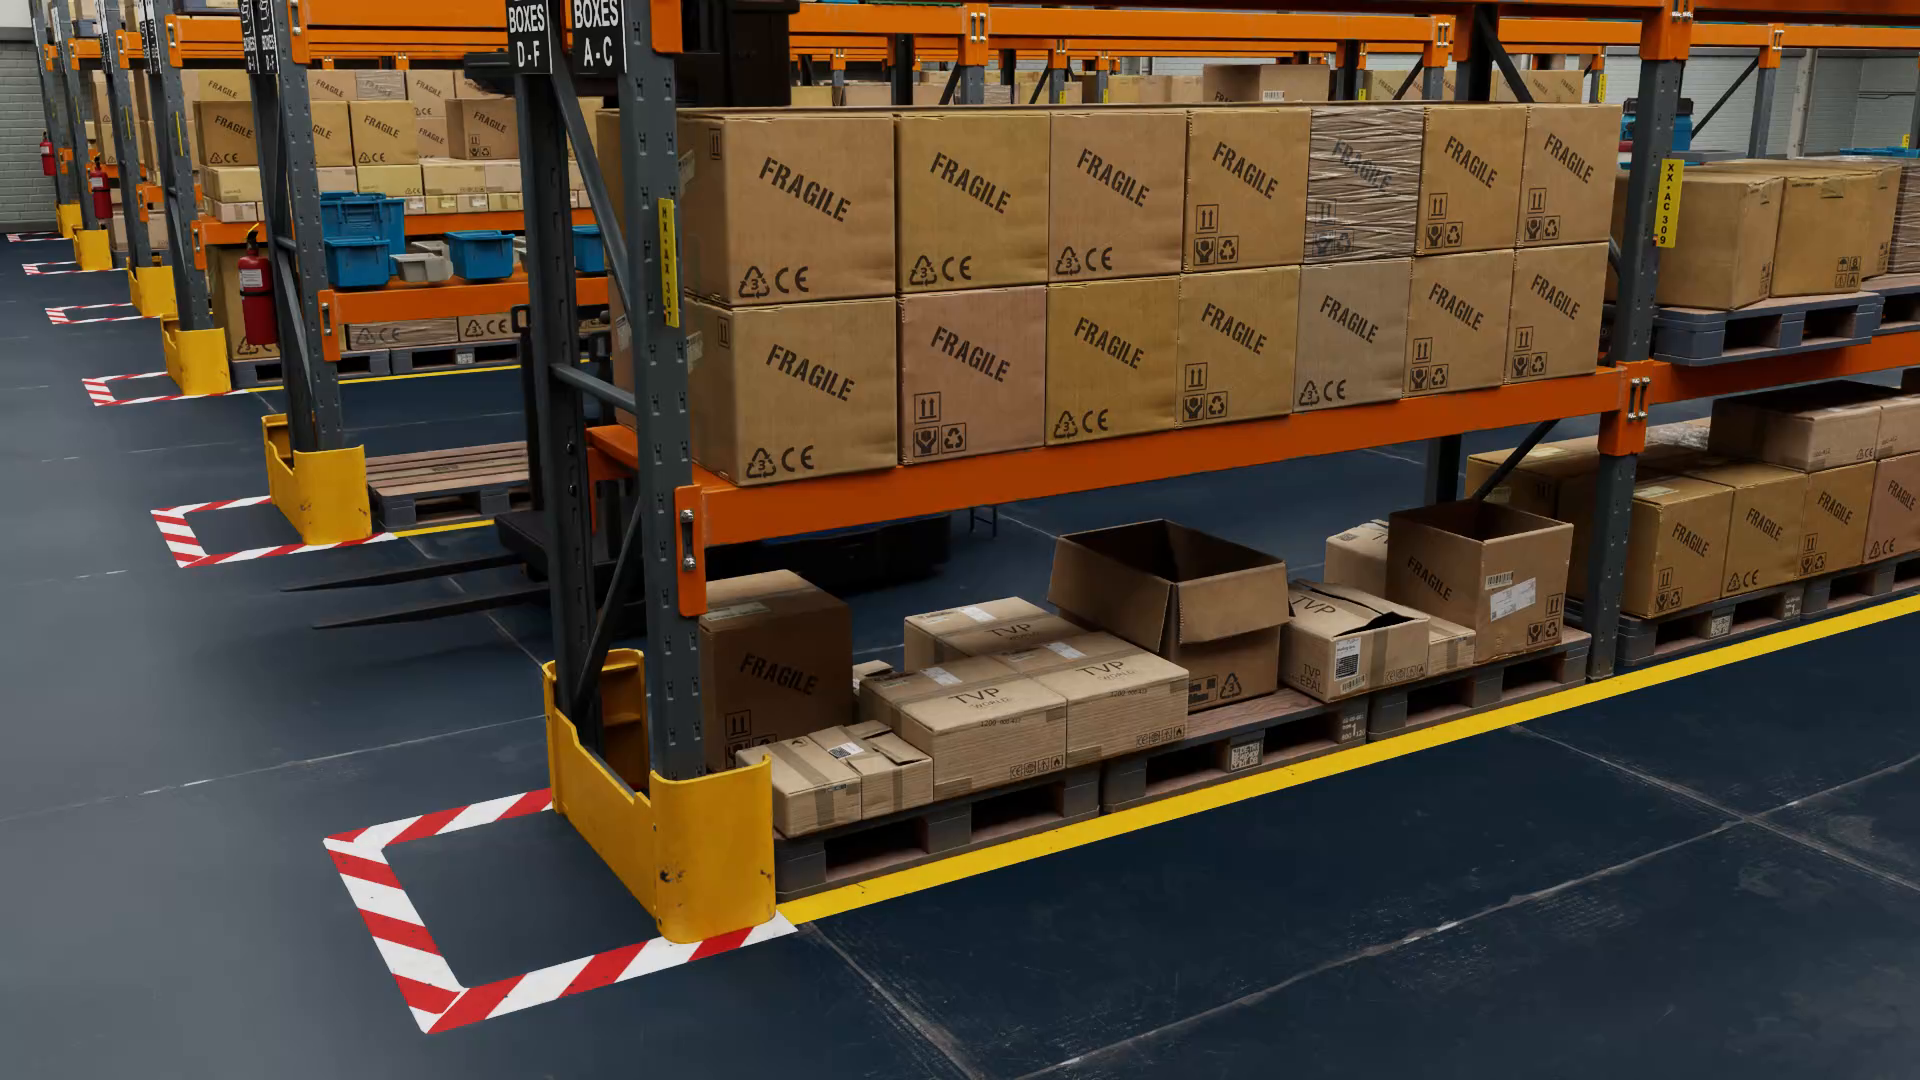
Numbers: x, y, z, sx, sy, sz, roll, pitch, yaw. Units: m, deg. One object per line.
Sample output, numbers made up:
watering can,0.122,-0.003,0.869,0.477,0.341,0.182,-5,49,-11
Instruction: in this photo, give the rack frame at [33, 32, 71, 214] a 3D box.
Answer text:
rack frame,-13.798,-6.160,25.326,0.127,3.000,1.000,-9,18,-30

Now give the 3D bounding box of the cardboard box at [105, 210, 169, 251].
cardboard box,-10.724,-4.095,21.930,0.875,0.438,0.875,-10,18,-32

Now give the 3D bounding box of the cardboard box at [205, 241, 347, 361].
cardboard box,-5.627,-2.006,13.665,0.875,0.875,0.875,-9,18,-30

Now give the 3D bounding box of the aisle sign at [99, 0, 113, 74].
aisle sign,-8.511,-5.053,16.561,0.004,0.787,0.394,-9,18,-30

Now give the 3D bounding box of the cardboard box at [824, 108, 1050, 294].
cardboard box,-0.076,-1.031,4.993,0.500,0.500,0.500,-9,18,-29

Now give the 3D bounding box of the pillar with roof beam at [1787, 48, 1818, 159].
pillar with roof beam,26.789,-14.558,44.173,0.400,9.000,9.100,-9,18,-30

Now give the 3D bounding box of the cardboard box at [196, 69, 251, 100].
cardboard box,-7.652,-4.626,17.266,0.500,0.500,0.500,-9,18,-28

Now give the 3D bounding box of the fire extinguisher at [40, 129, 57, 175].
fire extinguisher,-13.686,-5.815,24.933,0.183,0.674,0.296,-9,18,-30

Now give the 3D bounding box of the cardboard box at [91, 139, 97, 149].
cardboard box,-13.181,-6.067,25.461,0.250,0.149,0.380,-9,18,-28

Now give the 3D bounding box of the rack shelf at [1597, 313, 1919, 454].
rack shelf,4.107,-0.914,7.946,4.000,0.370,1.077,-9,18,-30

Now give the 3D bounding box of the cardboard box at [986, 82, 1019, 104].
cardboard box,0.388,-5.866,22.240,0.500,0.500,0.700,-9,18,-29

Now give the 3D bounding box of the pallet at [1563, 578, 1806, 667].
pallet,3.070,0.238,7.668,1.213,0.211,1.003,-9,18,-30

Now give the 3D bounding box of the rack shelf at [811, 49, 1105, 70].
rack shelf,-0.031,-6.369,21.847,4.000,0.370,1.077,-9,18,-30

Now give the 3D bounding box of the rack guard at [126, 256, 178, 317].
rack guard,-8.537,-2.687,17.571,0.348,0.500,1.175,-9,18,-30

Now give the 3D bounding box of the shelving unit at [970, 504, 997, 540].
shelving unit,-0.076,-0.569,8.717,0.503,1.200,0.258,-10,19,-32

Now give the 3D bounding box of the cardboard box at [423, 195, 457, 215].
cardboard box,-4.343,-2.785,13.753,0.250,0.149,0.380,-10,18,-31

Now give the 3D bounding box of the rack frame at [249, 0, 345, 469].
rack frame,-3.584,-1.573,8.964,0.127,3.000,1.000,-9,18,-30

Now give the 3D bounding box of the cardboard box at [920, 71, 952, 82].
cardboard box,-0.463,-7.364,27.033,0.500,0.500,0.700,-9,18,-30

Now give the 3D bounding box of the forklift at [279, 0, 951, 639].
forklift,-1.559,-1.136,7.534,3.031,2.935,1.130,-10,19,-32

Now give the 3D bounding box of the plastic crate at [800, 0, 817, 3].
plastic crate,-1.049,-3.182,9.633,0.466,0.136,0.293,-9,18,-30

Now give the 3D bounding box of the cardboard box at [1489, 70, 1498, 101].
cardboard box,5.948,-5.275,19.581,0.500,0.500,0.500,-9,18,-30

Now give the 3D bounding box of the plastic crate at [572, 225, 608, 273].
plastic crate,-2.074,-1.662,9.482,0.300,0.233,0.416,-9,18,-30

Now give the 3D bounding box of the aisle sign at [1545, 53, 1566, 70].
aisle sign,7.479,-6.273,20.914,0.004,0.787,0.394,-9,18,-30

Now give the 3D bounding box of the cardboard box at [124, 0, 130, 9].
cardboard box,-8.339,-5.616,17.182,0.500,0.250,0.500,-10,18,-31

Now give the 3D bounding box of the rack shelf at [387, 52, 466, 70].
rack shelf,-6.095,-6.944,23.899,4.000,0.370,1.077,-9,18,-30

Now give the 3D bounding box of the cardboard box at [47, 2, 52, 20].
cardboard box,-13.561,-8.042,25.285,0.500,0.250,0.500,-10,18,-31

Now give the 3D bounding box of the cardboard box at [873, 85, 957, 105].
cardboard box,-0.472,-4.174,16.200,0.637,0.503,0.797,-9,18,-28

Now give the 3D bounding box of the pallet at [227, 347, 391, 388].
pallet,-5.490,-1.505,13.889,1.213,0.211,1.003,-9,18,-30

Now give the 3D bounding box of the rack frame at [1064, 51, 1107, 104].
rack frame,1.684,-5.549,23.147,0.127,3.000,1.000,-9,18,-30

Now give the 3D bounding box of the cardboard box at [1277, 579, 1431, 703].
cardboard box,1.407,0.349,6.272,0.500,0.311,0.500,-9,18,-30

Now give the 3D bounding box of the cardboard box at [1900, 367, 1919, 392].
cardboard box,5.095,-0.715,8.329,0.500,0.250,0.500,-8,18,-28

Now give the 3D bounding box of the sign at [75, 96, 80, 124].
sign,-10.958,-5.338,20.643,0.005,0.325,0.100,-9,18,-30

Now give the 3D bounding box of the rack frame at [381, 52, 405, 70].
rack frame,-7.810,-5.568,23.215,0.127,3.000,1.000,-9,18,-30

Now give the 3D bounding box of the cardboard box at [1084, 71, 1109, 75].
cardboard box,2.151,-7.787,28.544,0.500,0.500,0.700,-10,18,-31

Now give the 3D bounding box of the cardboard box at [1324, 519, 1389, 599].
cardboard box,1.921,0.109,7.131,0.500,0.311,0.500,-9,18,-30

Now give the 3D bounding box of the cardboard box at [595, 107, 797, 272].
cardboard box,-0.796,-1.082,5.173,0.500,0.500,0.500,-9,18,-30

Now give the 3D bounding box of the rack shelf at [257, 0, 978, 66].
rack shelf,-1.869,-2.949,9.648,4.000,0.370,1.077,-9,18,-30

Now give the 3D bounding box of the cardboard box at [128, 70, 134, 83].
cardboard box,-10.603,-5.892,21.132,0.250,0.149,0.380,-9,18,-28

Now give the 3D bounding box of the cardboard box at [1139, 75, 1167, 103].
cardboard box,2.429,-6.287,23.504,0.550,0.550,0.875,-9,18,-30

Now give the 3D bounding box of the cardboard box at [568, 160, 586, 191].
cardboard box,-3.392,-3.151,14.321,0.500,0.250,0.500,-9,18,-28

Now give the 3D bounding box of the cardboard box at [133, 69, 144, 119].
cardboard box,-8.338,-4.675,17.440,0.500,0.500,0.500,-10,18,-31

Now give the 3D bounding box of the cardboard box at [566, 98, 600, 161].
cardboard box,-3.394,-3.513,14.221,0.500,0.500,0.500,-9,18,-29

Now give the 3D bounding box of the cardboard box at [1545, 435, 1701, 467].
cardboard box,3.096,-0.192,7.855,0.500,0.500,0.500,-9,18,-30

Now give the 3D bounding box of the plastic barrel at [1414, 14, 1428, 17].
plastic barrel,3.459,-4.101,12.712,0.294,0.245,0.294,0,16,0

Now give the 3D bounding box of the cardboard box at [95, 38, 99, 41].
cardboard box,-12.965,-7.548,25.186,0.250,0.149,0.380,-9,18,-29

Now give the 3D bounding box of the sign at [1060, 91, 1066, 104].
sign,1.012,-4.261,16.406,0.005,0.325,0.100,-9,18,-30

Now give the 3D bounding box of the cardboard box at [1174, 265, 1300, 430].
cardboard box,0.781,-0.686,5.616,0.500,0.500,0.500,-9,18,-29

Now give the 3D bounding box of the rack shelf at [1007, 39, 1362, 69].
rack shelf,2.437,-5.207,17.703,4.000,0.370,1.077,-9,18,-30

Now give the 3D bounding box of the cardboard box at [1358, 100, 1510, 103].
cardboard box,1.844,-1.512,6.707,0.500,0.500,0.500,-9,18,-28

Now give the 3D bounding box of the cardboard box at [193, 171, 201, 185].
cardboard box,-7.959,-3.774,17.280,0.250,0.149,0.380,-8,18,-28

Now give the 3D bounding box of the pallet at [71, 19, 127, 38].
pallet,-10.608,-6.519,21.215,1.213,0.211,1.003,-9,18,-30

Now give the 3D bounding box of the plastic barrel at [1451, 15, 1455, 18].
plastic barrel,3.698,-4.155,12.412,0.421,0.512,0.421,0,16,0

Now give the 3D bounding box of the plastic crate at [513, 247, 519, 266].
plastic crate,-2.722,-1.667,9.677,0.243,0.136,0.396,-9,18,-30

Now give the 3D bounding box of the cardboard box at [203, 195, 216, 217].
cardboard box,-5.999,-2.724,13.534,0.250,0.149,0.380,-9,18,-29

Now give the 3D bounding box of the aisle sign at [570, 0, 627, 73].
aisle sign,-0.943,-1.601,4.247,0.004,0.787,0.394,-9,18,-30
